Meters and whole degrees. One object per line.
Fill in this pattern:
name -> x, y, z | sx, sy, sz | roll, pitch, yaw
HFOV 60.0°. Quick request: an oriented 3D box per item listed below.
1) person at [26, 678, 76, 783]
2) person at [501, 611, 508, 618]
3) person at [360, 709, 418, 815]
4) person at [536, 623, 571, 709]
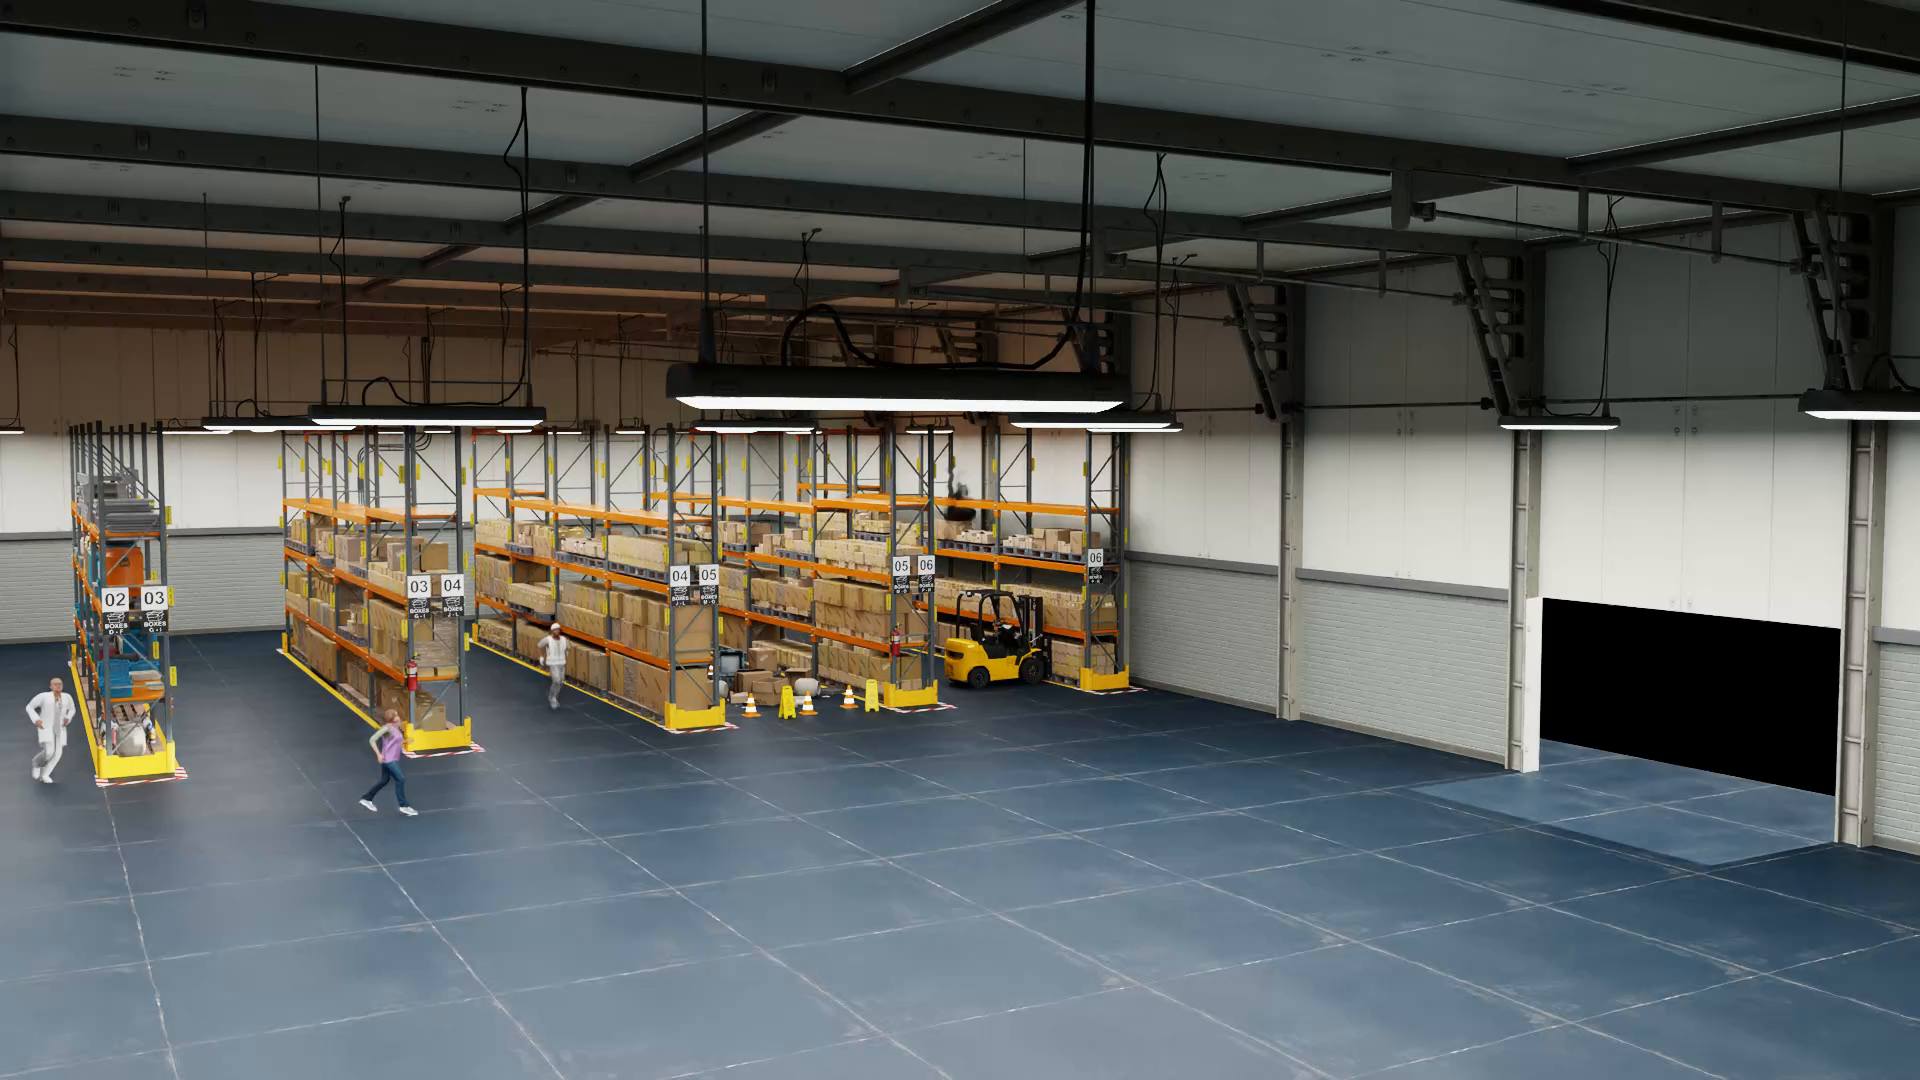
person -> -15.053, 3.154, 27.627 | 0.583, 1.720, 0.719 | 3, 4, 38
person -> -13.132, 1.906, 48.157 | 0.808, 1.749, 0.663 | 1, 4, 11
person -> -8.633, 3.360, 25.086 | 0.855, 1.584, 0.520 | 0, 4, -6
person -> -8.527, 2.663, 35.151 | 0.656, 1.807, 0.725 | -3, 5, -44
